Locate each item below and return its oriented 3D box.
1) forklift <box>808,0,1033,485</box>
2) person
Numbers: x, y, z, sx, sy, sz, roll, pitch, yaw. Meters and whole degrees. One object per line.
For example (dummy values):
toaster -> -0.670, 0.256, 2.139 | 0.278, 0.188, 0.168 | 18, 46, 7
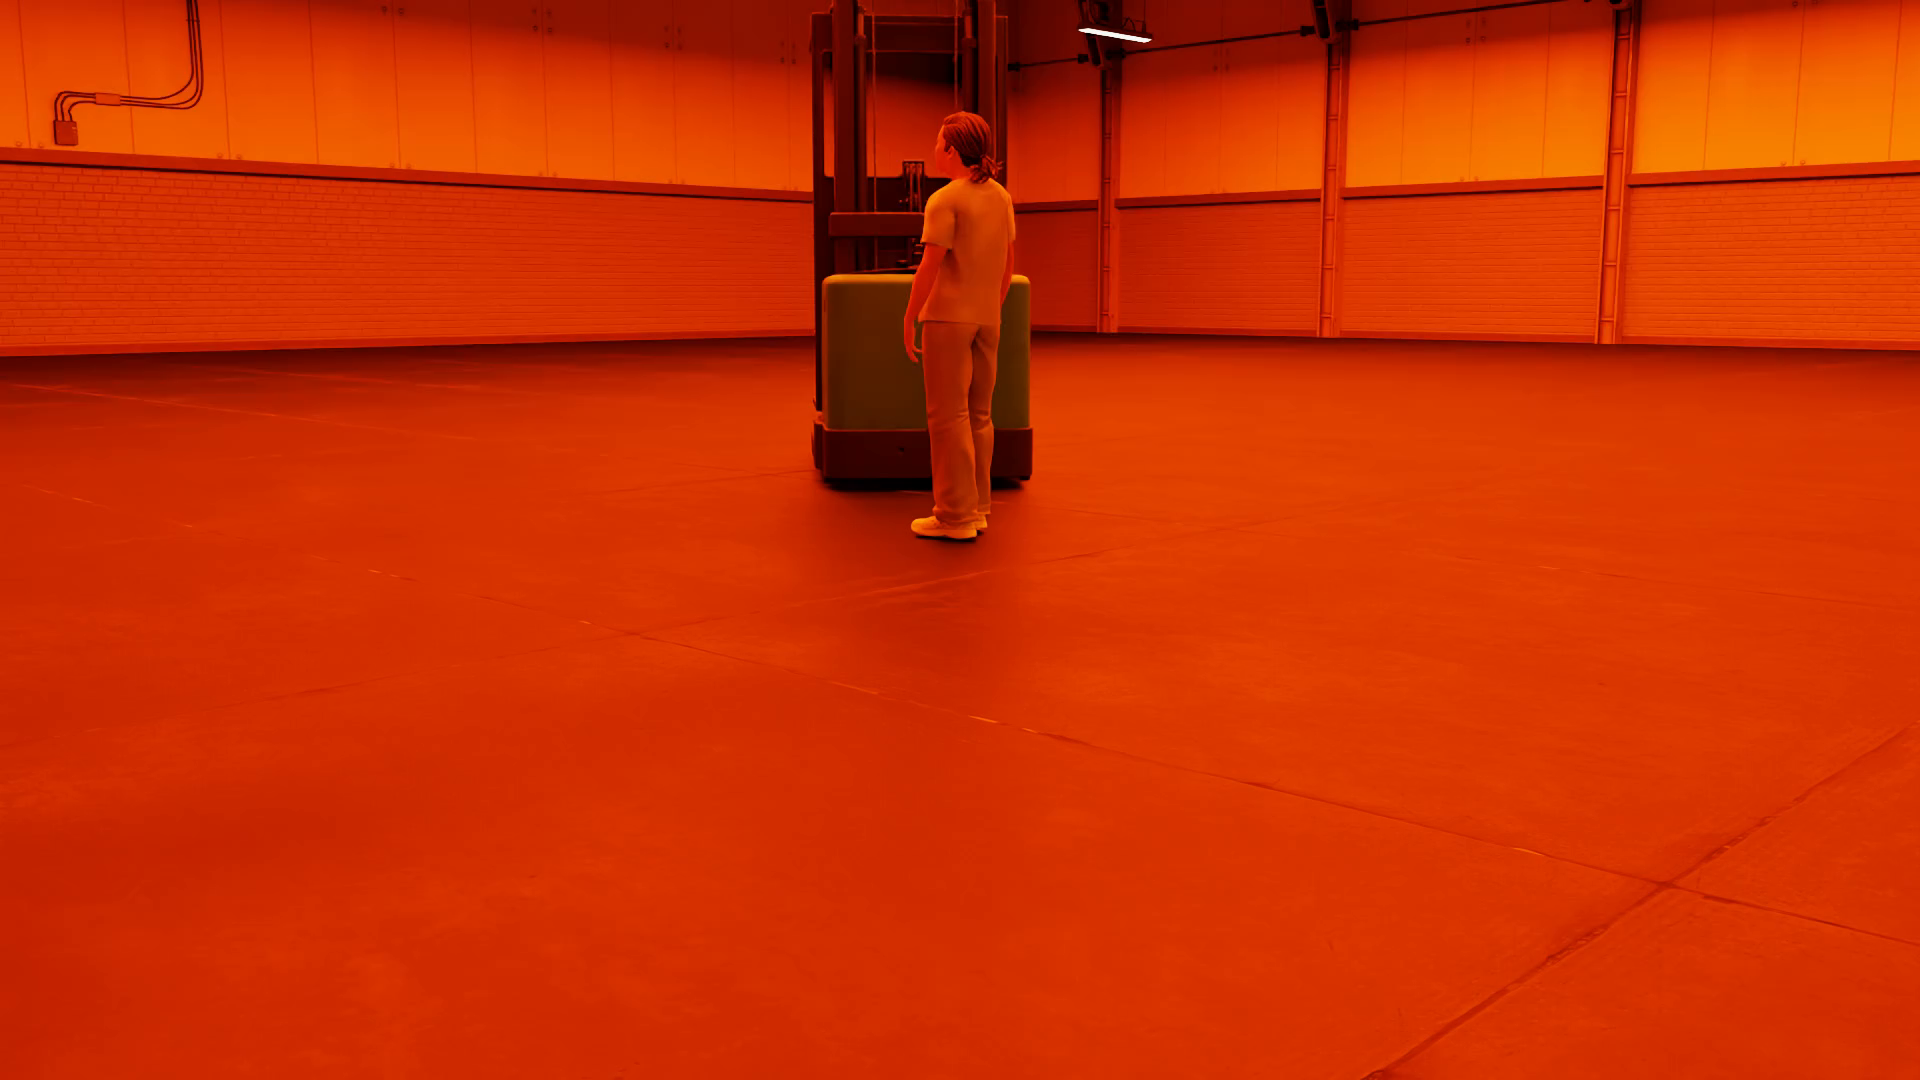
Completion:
forklift -> -0.306, -1.912, 9.575 | 1.130, 2.935, 3.031 | -1, 9, -6
person -> -0.044, -0.844, 6.651 | 0.549, 1.675, 0.550 | 8, 12, 43
